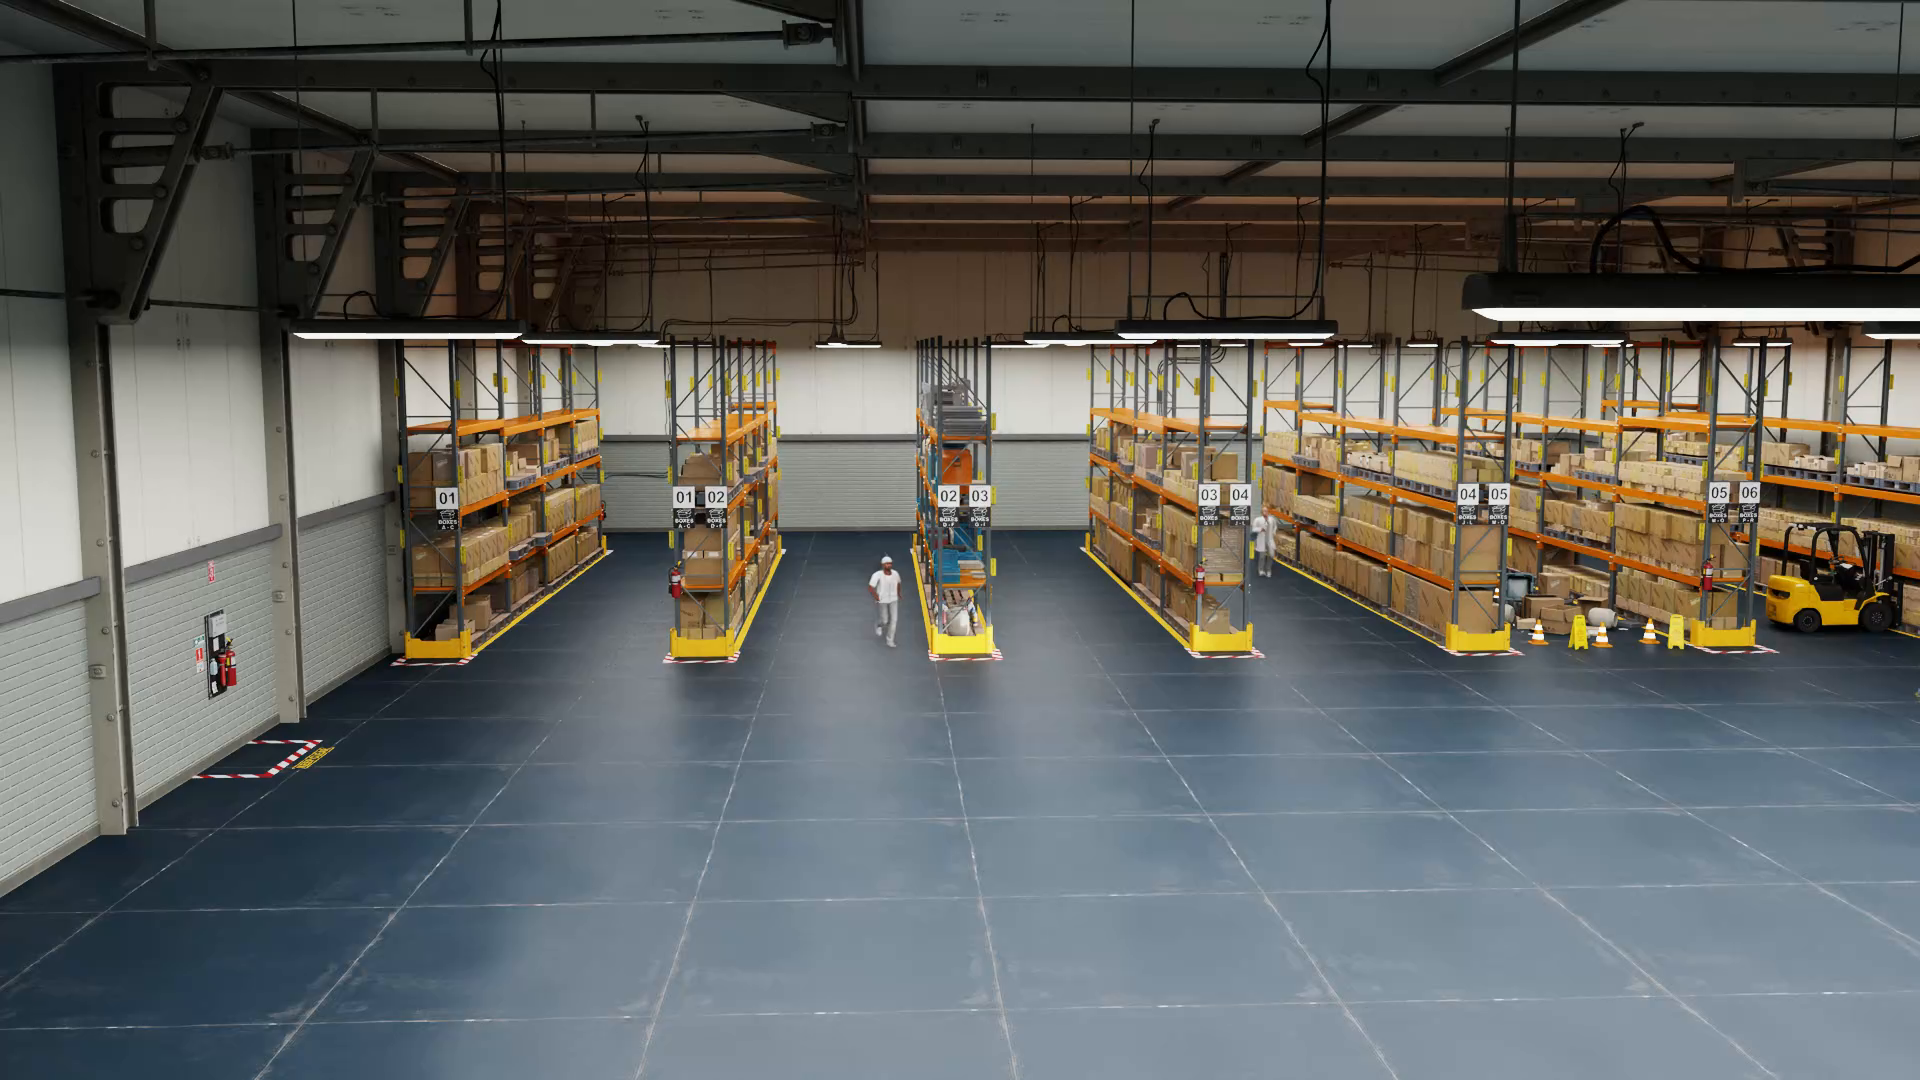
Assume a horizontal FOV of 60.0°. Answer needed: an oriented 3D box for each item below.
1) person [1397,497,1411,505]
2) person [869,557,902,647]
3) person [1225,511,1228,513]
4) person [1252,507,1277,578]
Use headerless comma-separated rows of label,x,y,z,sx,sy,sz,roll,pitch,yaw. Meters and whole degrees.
person,13.105,-0.757,49.481,0.645,1.766,0.745,1,7,8
person,-1.424,1.191,32.463,0.698,1.743,0.730,-3,7,-22
person,7.430,-0.572,48.211,0.729,1.666,0.563,5,8,40
person,7.742,0.073,42.097,0.688,1.814,0.755,0,7,-4
